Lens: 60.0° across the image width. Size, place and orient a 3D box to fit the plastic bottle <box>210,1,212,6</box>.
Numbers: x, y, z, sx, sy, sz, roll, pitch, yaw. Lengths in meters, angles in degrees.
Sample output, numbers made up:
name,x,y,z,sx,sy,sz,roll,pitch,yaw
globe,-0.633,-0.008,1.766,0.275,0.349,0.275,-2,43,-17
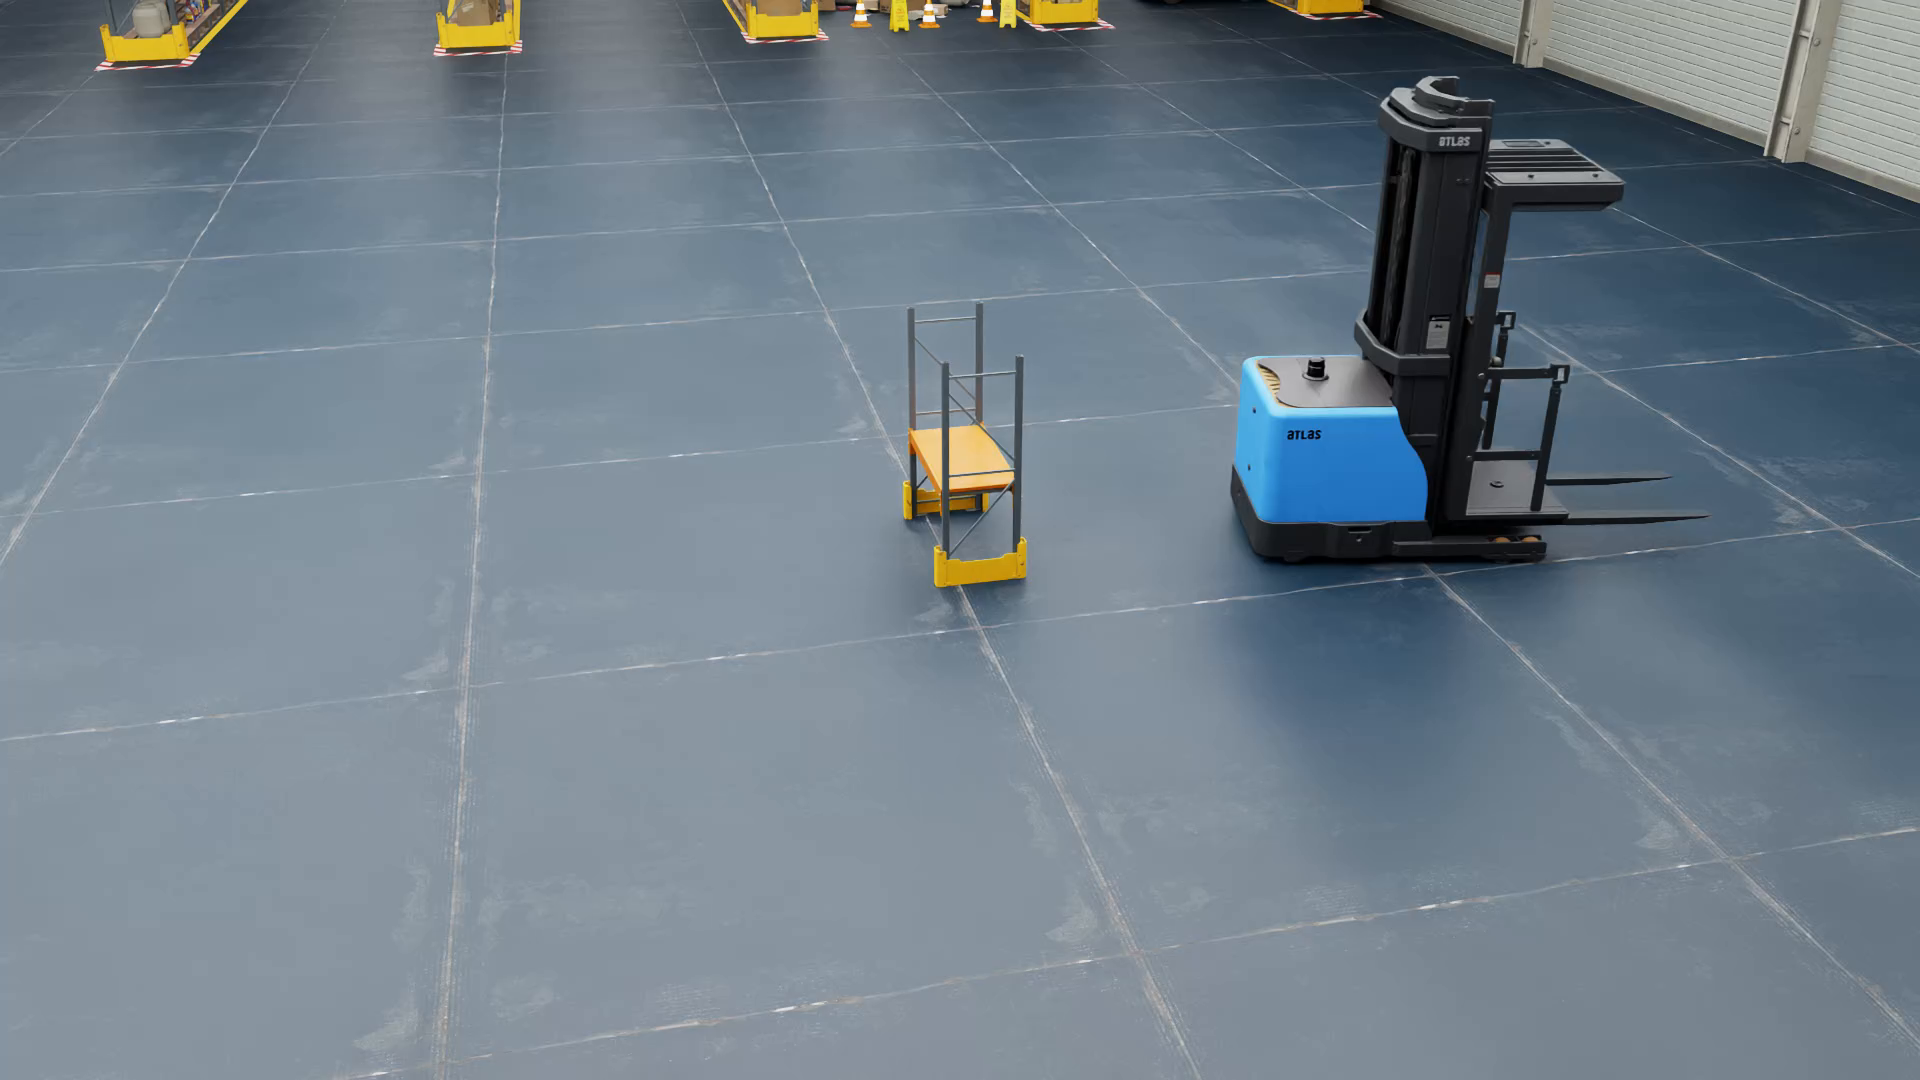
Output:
name,x,y,z,sx,sy,sz,roll,pitch,yaw
plastic bottle,-13.166,-9.443,29.094,0.097,0.201,0.097,0,27,0

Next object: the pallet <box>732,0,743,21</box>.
name,x,y,z,sx,sy,sz,roll,pitch,yaw
pallet,-3.497,-9.462,29.610,1.003,0.211,1.213,-6,27,-12

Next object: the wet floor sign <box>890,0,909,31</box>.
name,x,y,z,sx,sy,sz,roll,pitch,yaw
wet floor sign,-1.034,-8.967,28.146,0.267,0.644,0.232,-11,29,-20

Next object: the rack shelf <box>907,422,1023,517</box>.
name,x,y,z,sx,sy,sz,roll,pitch,yaw
rack shelf,0.019,-0.472,10.765,0.538,0.185,1.000,-6,27,-12

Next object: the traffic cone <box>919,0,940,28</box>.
name,x,y,z,sx,sy,sz,roll,pitch,yaw
traffic cone,-0.528,-9.040,28.493,0.336,0.463,0.334,-6,27,-12

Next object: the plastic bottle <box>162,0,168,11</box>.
name,x,y,z,sx,sy,sz,roll,pitch,yaw
plastic bottle,-13.623,-9.154,28.443,0.097,0.271,0.097,0,27,0

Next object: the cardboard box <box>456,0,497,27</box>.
name,x,y,z,sx,sy,sz,roll,pitch,yaw
cardboard box,-7.949,-8.718,27.348,0.500,0.500,0.500,-1,27,-2

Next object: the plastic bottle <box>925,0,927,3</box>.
name,x,y,z,sx,sy,sz,roll,pitch,yaw
plastic bottle,-0.607,-10.064,30.968,0.133,0.061,0.283,-1,27,-3

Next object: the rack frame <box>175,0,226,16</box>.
name,x,y,z,sx,sy,sz,roll,pitch,yaw
rack frame,-13.551,-10.624,28.815,1.000,3.000,0.127,-6,27,-12

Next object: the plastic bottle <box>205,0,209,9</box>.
name,x,y,z,sx,sy,sz,roll,pitch,yaw
plastic bottle,-13.125,-9.384,28.811,0.144,0.351,0.185,-7,28,-13

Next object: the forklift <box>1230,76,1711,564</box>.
name,x,y,z,sx,sy,sz,roll,pitch,yaw
forklift,3.408,-1.395,10.608,3.031,2.935,1.130,-1,27,-2

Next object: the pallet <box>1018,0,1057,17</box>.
name,x,y,z,sx,sy,sz,roll,pitch,yaw
pallet,1.665,-9.526,29.734,1.003,0.211,1.213,-6,27,-12

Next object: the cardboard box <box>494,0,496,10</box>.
name,x,y,z,sx,sy,sz,roll,pitch,yaw
cardboard box,-8.239,-9.254,28.409,0.500,0.500,0.500,-3,27,-7

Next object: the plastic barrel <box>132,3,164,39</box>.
name,x,y,z,sx,sy,sz,roll,pitch,yaw
plastic barrel,-12.873,-8.226,26.359,0.421,0.512,0.421,0,27,0

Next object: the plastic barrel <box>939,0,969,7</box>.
name,x,y,z,sx,sy,sz,roll,pitch,yaw
plastic barrel,-0.110,-9.980,30.399,0.512,0.421,0.421,13,30,24

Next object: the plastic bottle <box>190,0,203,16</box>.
name,x,y,z,sx,sy,sz,roll,pitch,yaw
plastic bottle,-12.977,-9.053,28.238,0.152,0.276,0.135,-5,27,-11

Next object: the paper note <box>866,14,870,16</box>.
name,x,y,z,sx,sy,sz,roll,pitch,yaw
paper note,-1.659,-9.346,29.581,0.144,0.017,0.142,3,27,6

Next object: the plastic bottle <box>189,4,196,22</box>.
name,x,y,z,sx,sy,sz,roll,pitch,yaw
plastic bottle,-12.788,-8.780,27.689,0.061,0.283,0.133,-5,27,-11

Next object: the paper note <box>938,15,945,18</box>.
name,x,y,z,sx,sy,sz,roll,pitch,yaw
paper note,-0.322,-9.264,29.417,0.148,0.019,0.142,-16,31,-29

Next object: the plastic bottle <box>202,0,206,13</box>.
name,x,y,z,sx,sy,sz,roll,pitch,yaw
plastic bottle,-13.005,-9.202,28.526,0.061,0.283,0.133,-4,27,-8

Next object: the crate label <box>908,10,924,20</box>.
name,x,y,z,sx,sy,sz,roll,pitch,yaw
crate label,-0.765,-9.233,29.238,0.250,0.136,0.298,-23,35,-38

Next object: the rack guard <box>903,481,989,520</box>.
name,x,y,z,sx,sy,sz,roll,pitch,yaw
rack guard,-0.095,-0.297,11.407,0.587,0.250,0.087,-6,27,-12

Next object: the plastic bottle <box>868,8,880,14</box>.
name,x,y,z,sx,sy,sz,roll,pitch,yaw
plastic bottle,-1.569,-9.512,29.875,0.133,0.061,0.283,-16,31,-29

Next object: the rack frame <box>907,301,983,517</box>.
name,x,y,z,sx,sy,sz,roll,pitch,yaw
rack frame,-0.095,-0.855,11.126,0.500,1.500,0.032,-6,27,-12

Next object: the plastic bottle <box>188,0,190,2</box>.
name,x,y,z,sx,sy,sz,roll,pitch,yaw
plastic bottle,-13.103,-9.106,28.335,0.061,0.283,0.133,-6,27,-12

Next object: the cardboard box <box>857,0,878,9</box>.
name,x,y,z,sx,sy,sz,roll,pitch,yaw
cardboard box,-1.689,-9.798,30.213,0.396,0.266,0.258,-1,27,-3

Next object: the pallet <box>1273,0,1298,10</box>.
name,x,y,z,sx,sy,sz,roll,pitch,yaw
pallet,6.453,-9.969,30.613,1.003,0.211,1.213,-6,27,-12

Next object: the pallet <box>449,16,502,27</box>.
name,x,y,z,sx,sy,sz,roll,pitch,yaw
pallet,-7.990,-8.519,27.741,1.003,0.211,1.213,-6,27,-12

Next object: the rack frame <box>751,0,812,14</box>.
name,x,y,z,sx,sy,sz,roll,pitch,yaw
rack frame,-2.969,-9.830,27.243,1.000,3.000,0.127,-6,27,-12

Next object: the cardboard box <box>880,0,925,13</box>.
name,x,y,z,sx,sy,sz,roll,pitch,yaw
cardboard box,-1.032,-9.776,29.907,0.637,0.503,0.797,19,32,32

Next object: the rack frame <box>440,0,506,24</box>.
name,x,y,z,sx,sy,sz,roll,pitch,yaw
rack frame,-7.824,-9.370,26.333,1.000,3.000,0.127,-6,27,-12

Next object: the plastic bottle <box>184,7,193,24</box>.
name,x,y,z,sx,sy,sz,roll,pitch,yaw
plastic bottle,-12.755,-8.674,27.491,0.097,0.271,0.097,0,27,0

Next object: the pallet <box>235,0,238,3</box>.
name,x,y,z,sx,sy,sz,roll,pitch,yaw
pallet,-14.045,-10.256,31.182,1.003,0.211,1.213,-6,27,-12

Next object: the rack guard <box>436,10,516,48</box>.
name,x,y,z,sx,sy,sz,roll,pitch,yaw
rack guard,-7.841,-8.288,26.962,1.175,0.500,0.348,-6,27,-12

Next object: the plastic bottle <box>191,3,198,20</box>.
name,x,y,z,sx,sy,sz,roll,pitch,yaw
plastic bottle,-12.855,-8.868,27.877,0.097,0.271,0.097,0,27,0

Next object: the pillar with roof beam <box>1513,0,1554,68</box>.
name,x,y,z,sx,sy,sz,roll,pitch,yaw
pillar with roof beam,4.545,-10.887,22.679,9.100,9.000,0.400,-6,27,-12

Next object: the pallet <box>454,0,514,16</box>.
name,x,y,z,sx,sy,sz,roll,pitch,yaw
pallet,-8.540,-9.590,29.863,1.003,0.211,1.213,-6,27,-12

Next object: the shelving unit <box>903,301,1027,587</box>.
name,x,y,z,sx,sy,sz,roll,pitch,yaw
shelving unit,0.017,-0.636,10.692,0.587,1.500,1.083,-6,27,-12

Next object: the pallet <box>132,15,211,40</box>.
name,x,y,z,sx,sy,sz,roll,pitch,yaw
pallet,-13.162,-8.543,27.788,1.003,0.211,1.213,-6,27,-12

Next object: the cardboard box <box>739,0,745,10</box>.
name,x,y,z,sx,sy,sz,roll,pitch,yaw
cardboard box,-3.387,-9.746,28.968,0.875,0.875,0.875,-6,27,-12

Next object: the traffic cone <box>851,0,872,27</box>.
name,x,y,z,sx,sy,sz,roll,pitch,yaw
traffic cone,-1.705,-9.075,28.562,0.336,0.463,0.334,-6,27,-12

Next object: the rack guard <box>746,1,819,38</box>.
name,x,y,z,sx,sy,sz,roll,pitch,yaw
rack guard,-2.964,-8.703,27.785,1.175,0.500,0.348,-6,27,-12

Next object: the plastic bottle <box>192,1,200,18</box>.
name,x,y,z,sx,sy,sz,roll,pitch,yaw
plastic bottle,-12.900,-8.957,28.053,0.097,0.271,0.097,0,27,0

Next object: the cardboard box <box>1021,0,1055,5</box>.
name,x,y,z,sx,sy,sz,roll,pitch,yaw
cardboard box,1.381,-9.675,29.521,0.500,0.250,0.500,-6,27,-12
